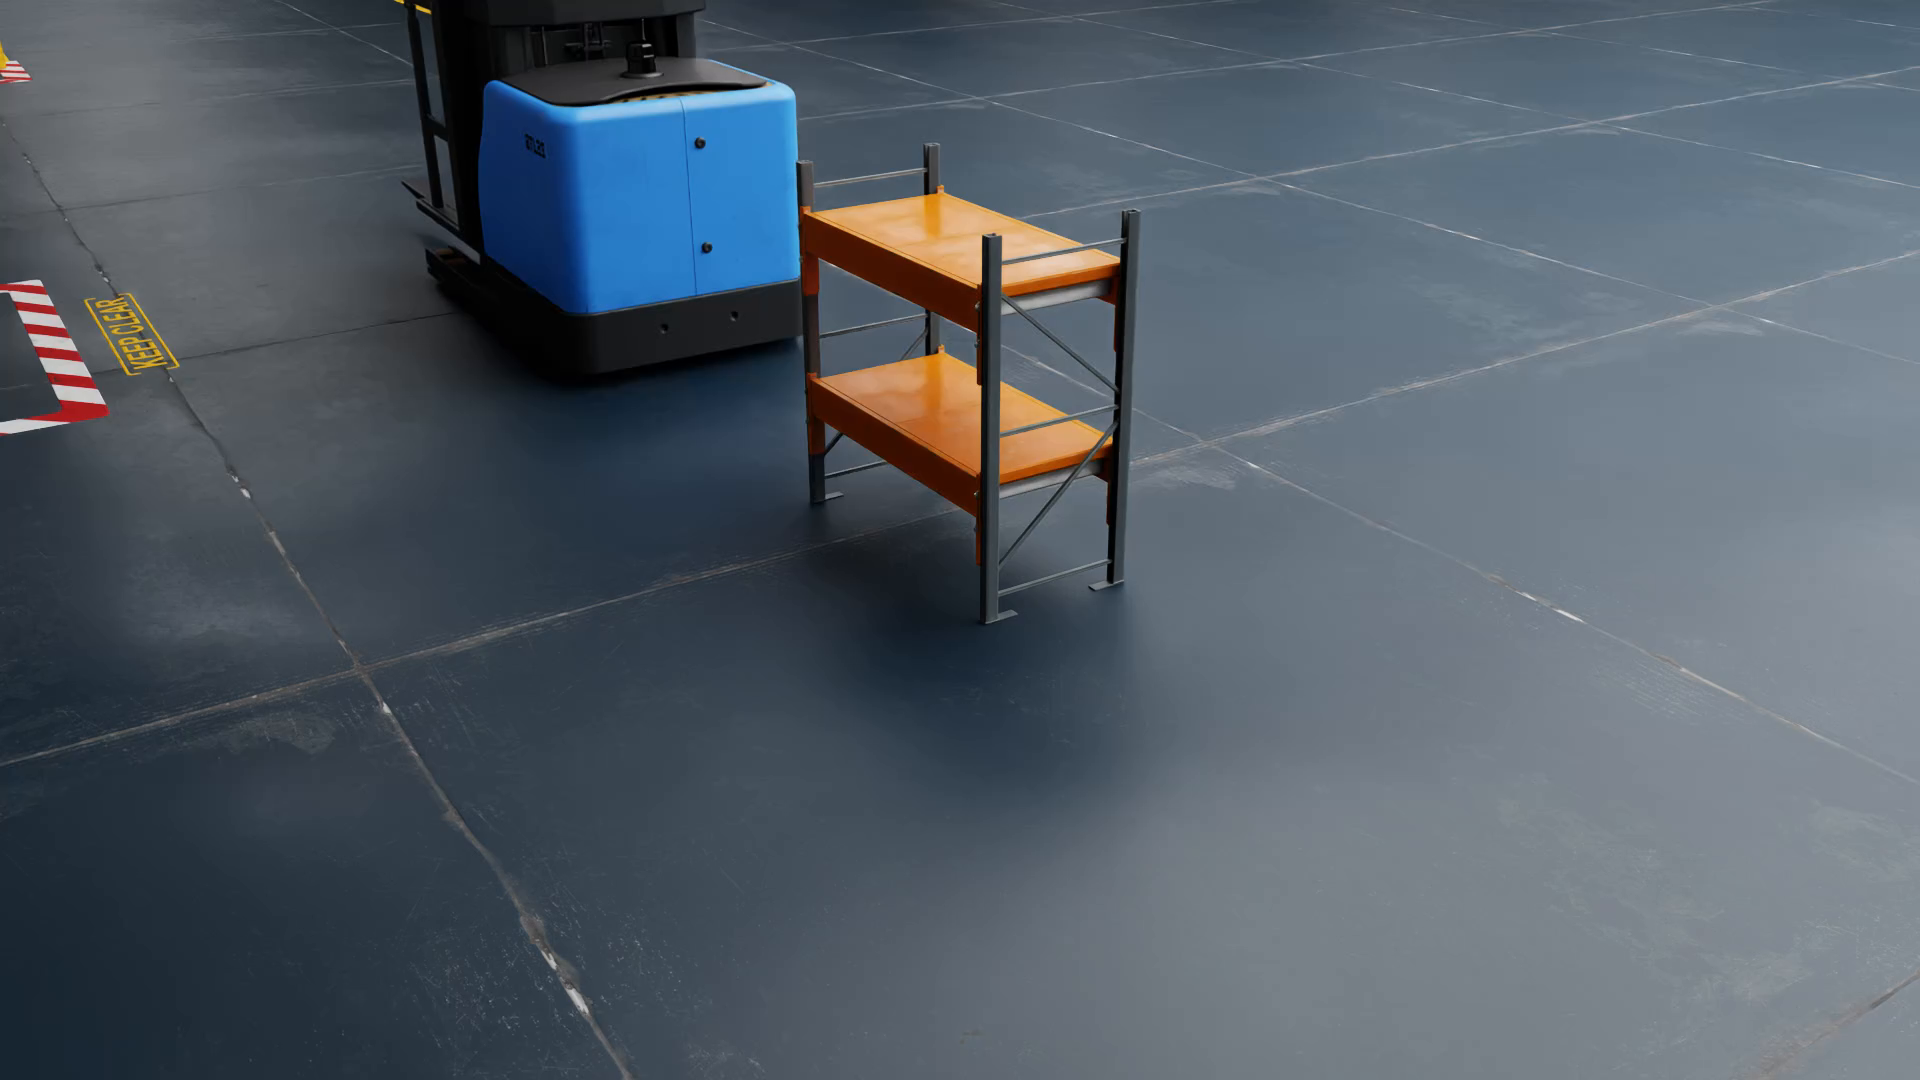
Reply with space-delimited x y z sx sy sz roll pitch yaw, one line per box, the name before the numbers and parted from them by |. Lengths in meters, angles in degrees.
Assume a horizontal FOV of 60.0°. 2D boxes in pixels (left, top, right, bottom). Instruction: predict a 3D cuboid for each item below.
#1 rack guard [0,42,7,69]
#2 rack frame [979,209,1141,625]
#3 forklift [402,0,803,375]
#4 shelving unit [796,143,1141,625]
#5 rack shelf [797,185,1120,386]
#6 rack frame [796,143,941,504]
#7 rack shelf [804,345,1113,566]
rack guard | -8.106 -3.872 12.867 1.175 0.500 0.348 -16 29 -30
rack frame | 0.274 -0.329 4.630 0.500 1.125 0.032 -16 29 -30
forklift | -1.841 -2.549 7.215 1.130 2.935 3.031 -15 29 -29
shelving unit | -0.004 -0.511 5.015 0.538 1.125 1.048 -16 29 -30
rack shelf | -0.004 -0.776 4.890 0.538 0.278 1.000 -16 29 -30
rack frame | -0.281 -0.693 5.400 0.500 1.125 0.032 -16 29 -30
rack shelf | -0.004 -0.290 5.119 0.538 0.278 1.000 -16 29 -30
